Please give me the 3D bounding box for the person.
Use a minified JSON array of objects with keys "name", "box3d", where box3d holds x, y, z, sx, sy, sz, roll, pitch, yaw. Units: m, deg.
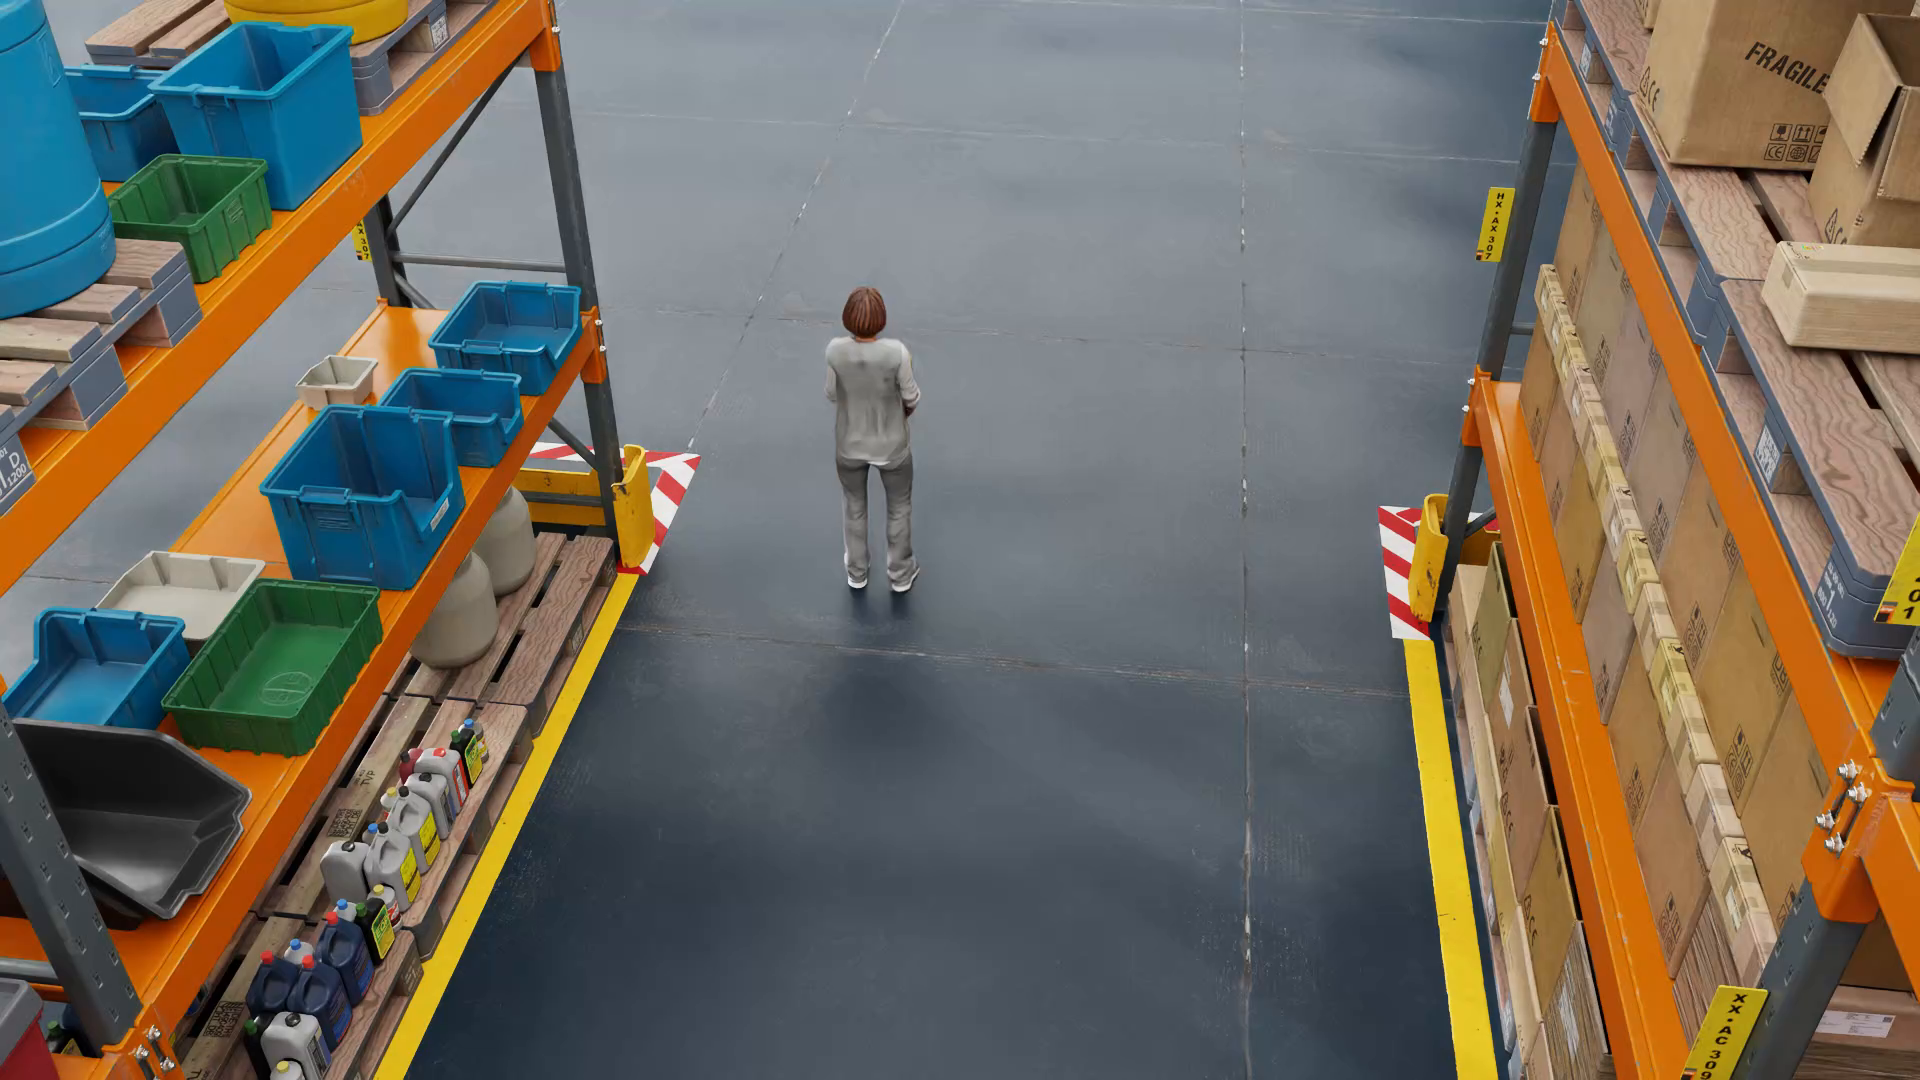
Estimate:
[{"name":"person","box3d":[-0.393,-0.484,7.688,0.440,1.602,0.461,4,37,6]}]
